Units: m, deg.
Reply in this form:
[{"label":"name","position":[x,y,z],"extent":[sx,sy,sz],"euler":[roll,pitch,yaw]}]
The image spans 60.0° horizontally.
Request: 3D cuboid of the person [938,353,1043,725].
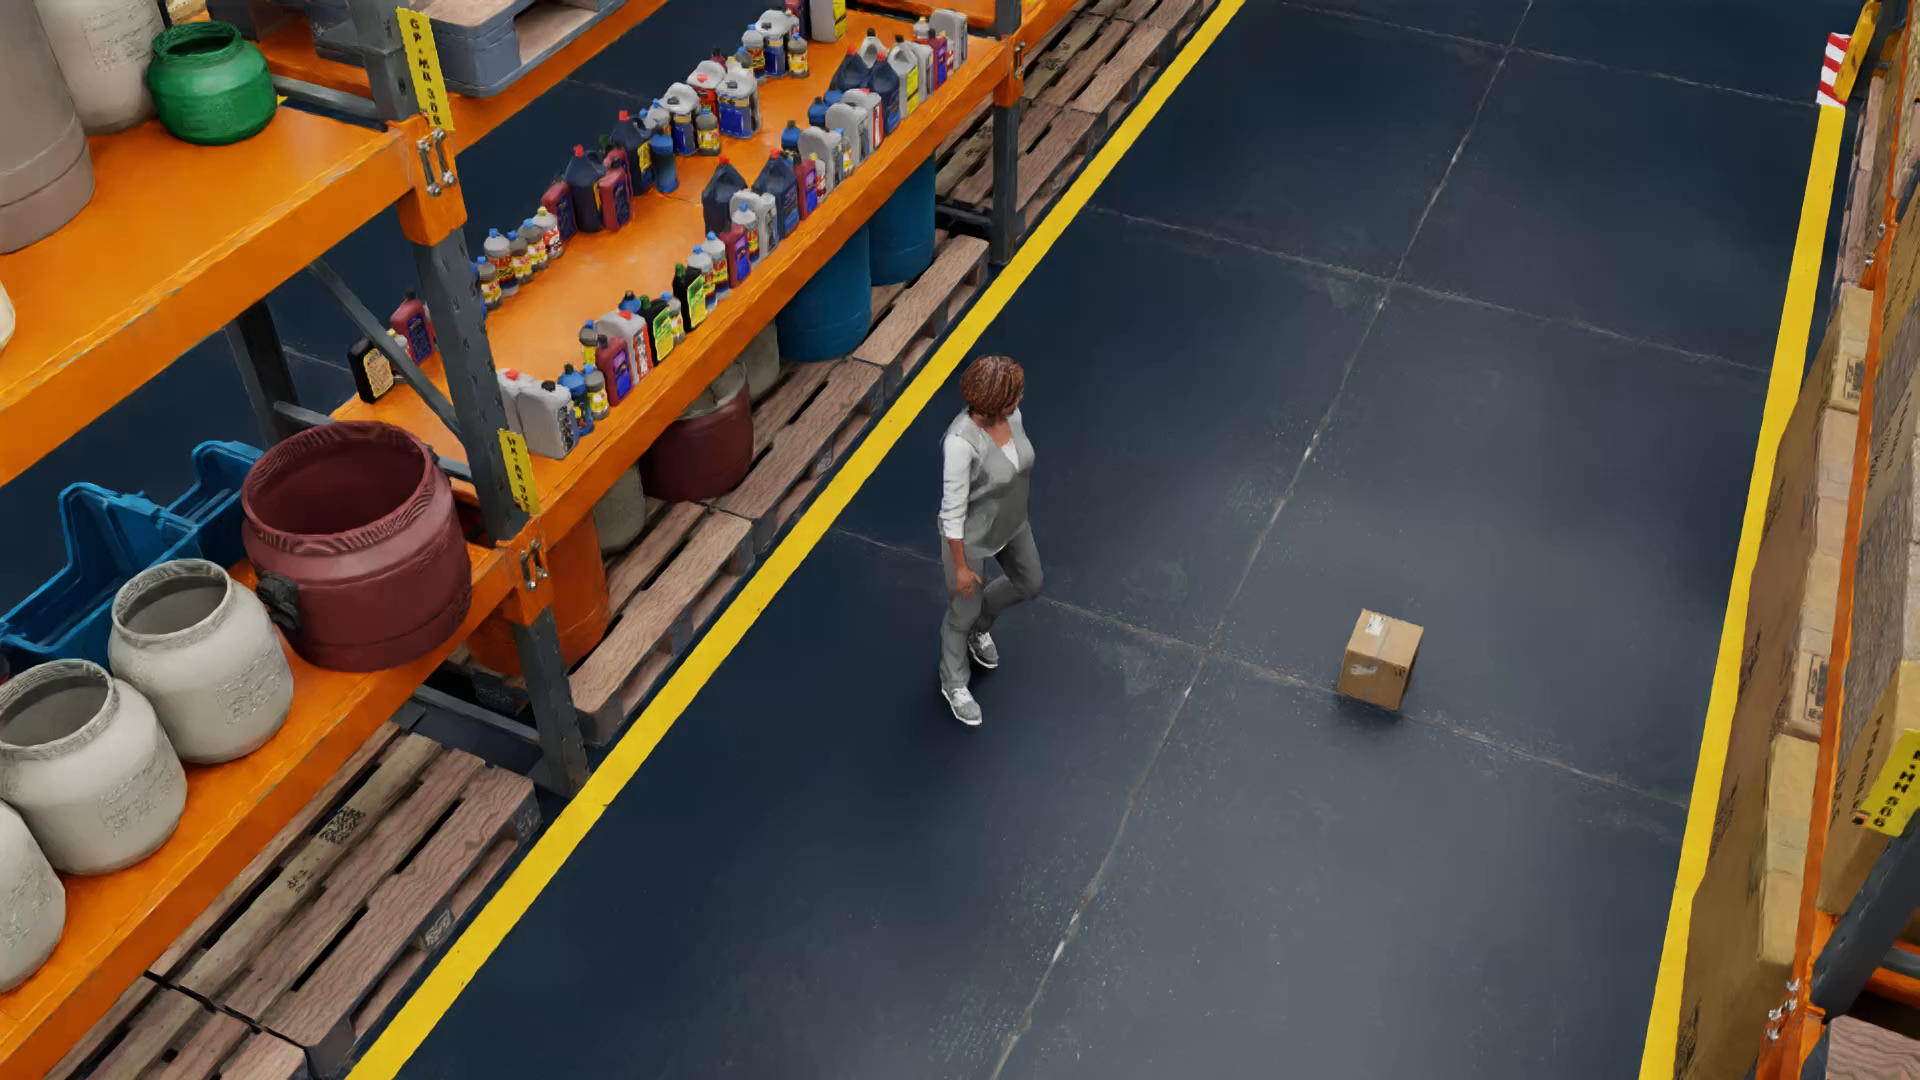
[{"label":"person","position":[0.056,-0.032,6.181],"extent":[0.382,1.598,0.470],"euler":[30,50,28]}]
